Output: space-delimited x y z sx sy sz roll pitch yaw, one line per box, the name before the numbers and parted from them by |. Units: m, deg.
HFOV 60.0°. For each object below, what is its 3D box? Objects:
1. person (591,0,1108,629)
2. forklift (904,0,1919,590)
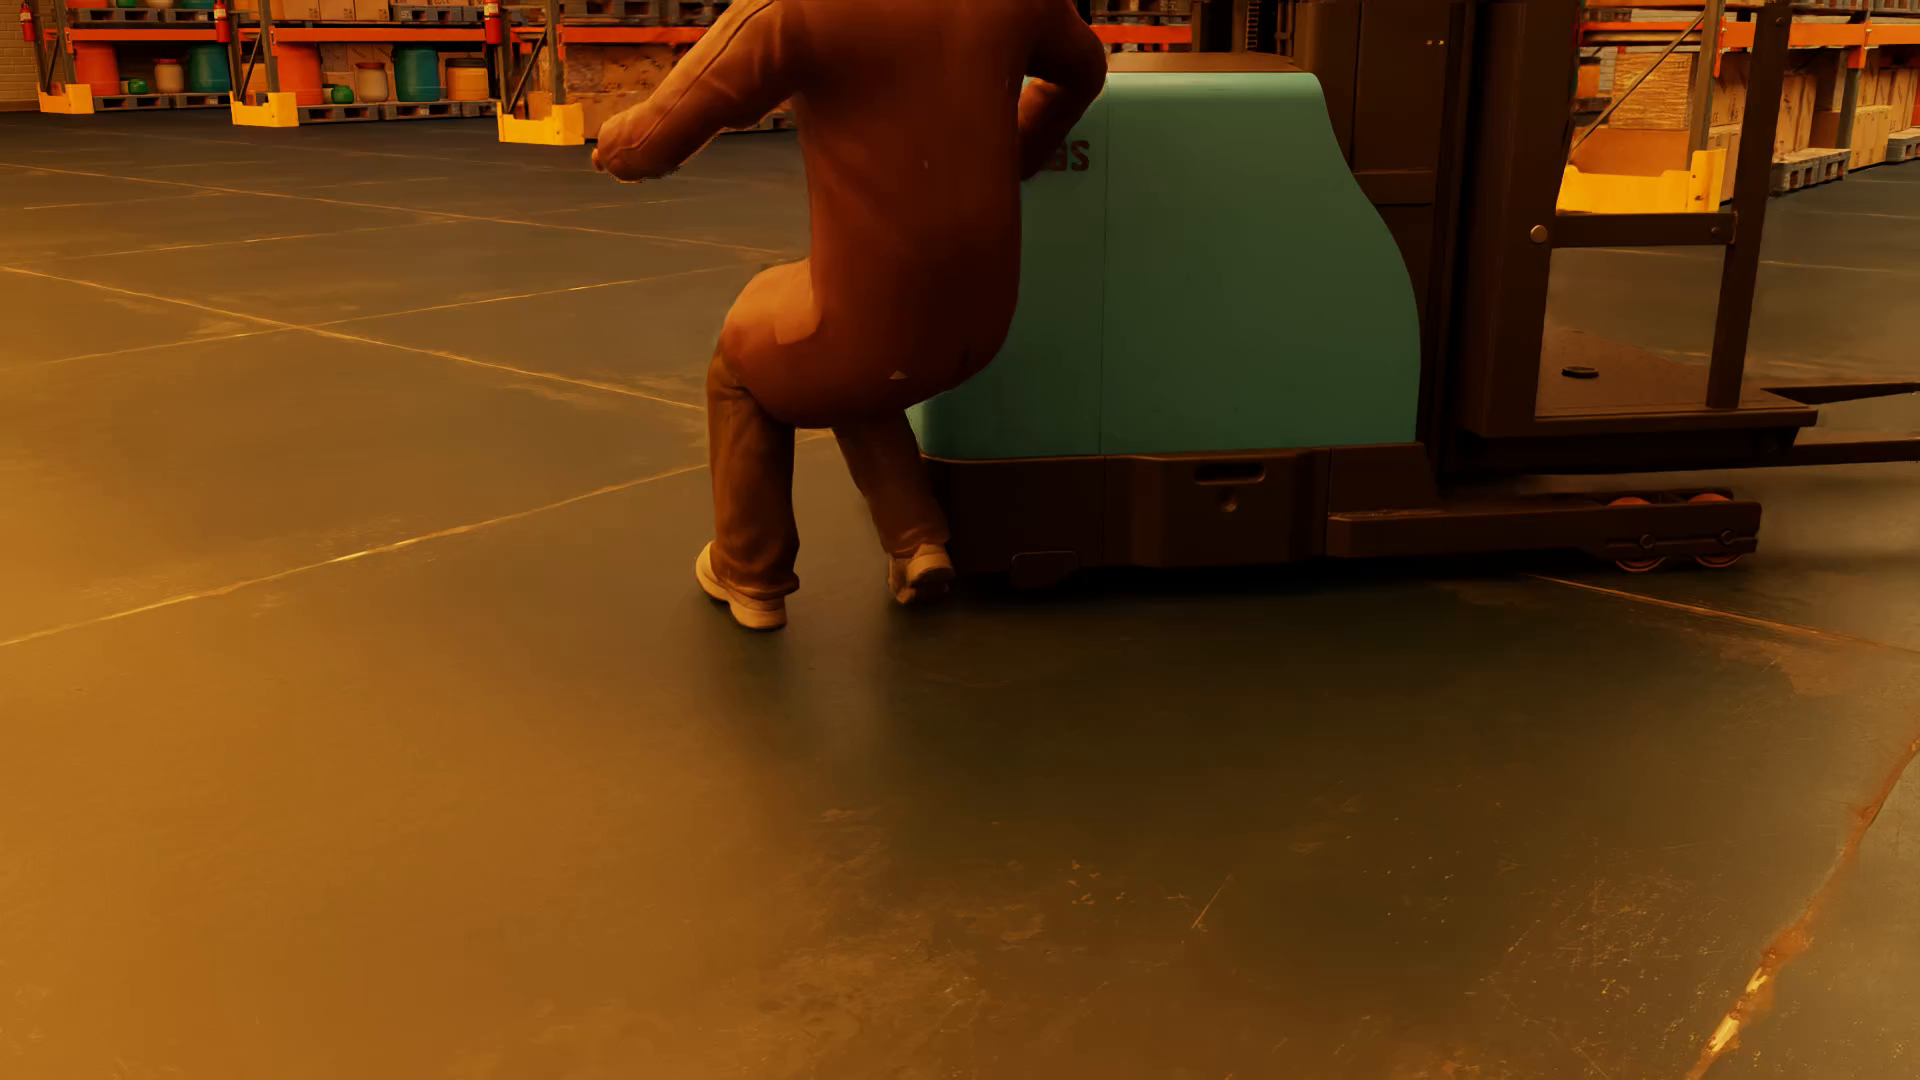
person | -0.269 -0.521 3.097 0.944 1.545 0.901 -16 23 -42
forklift | 1.338 -1.479 3.769 3.031 2.935 1.130 -3 17 -9
